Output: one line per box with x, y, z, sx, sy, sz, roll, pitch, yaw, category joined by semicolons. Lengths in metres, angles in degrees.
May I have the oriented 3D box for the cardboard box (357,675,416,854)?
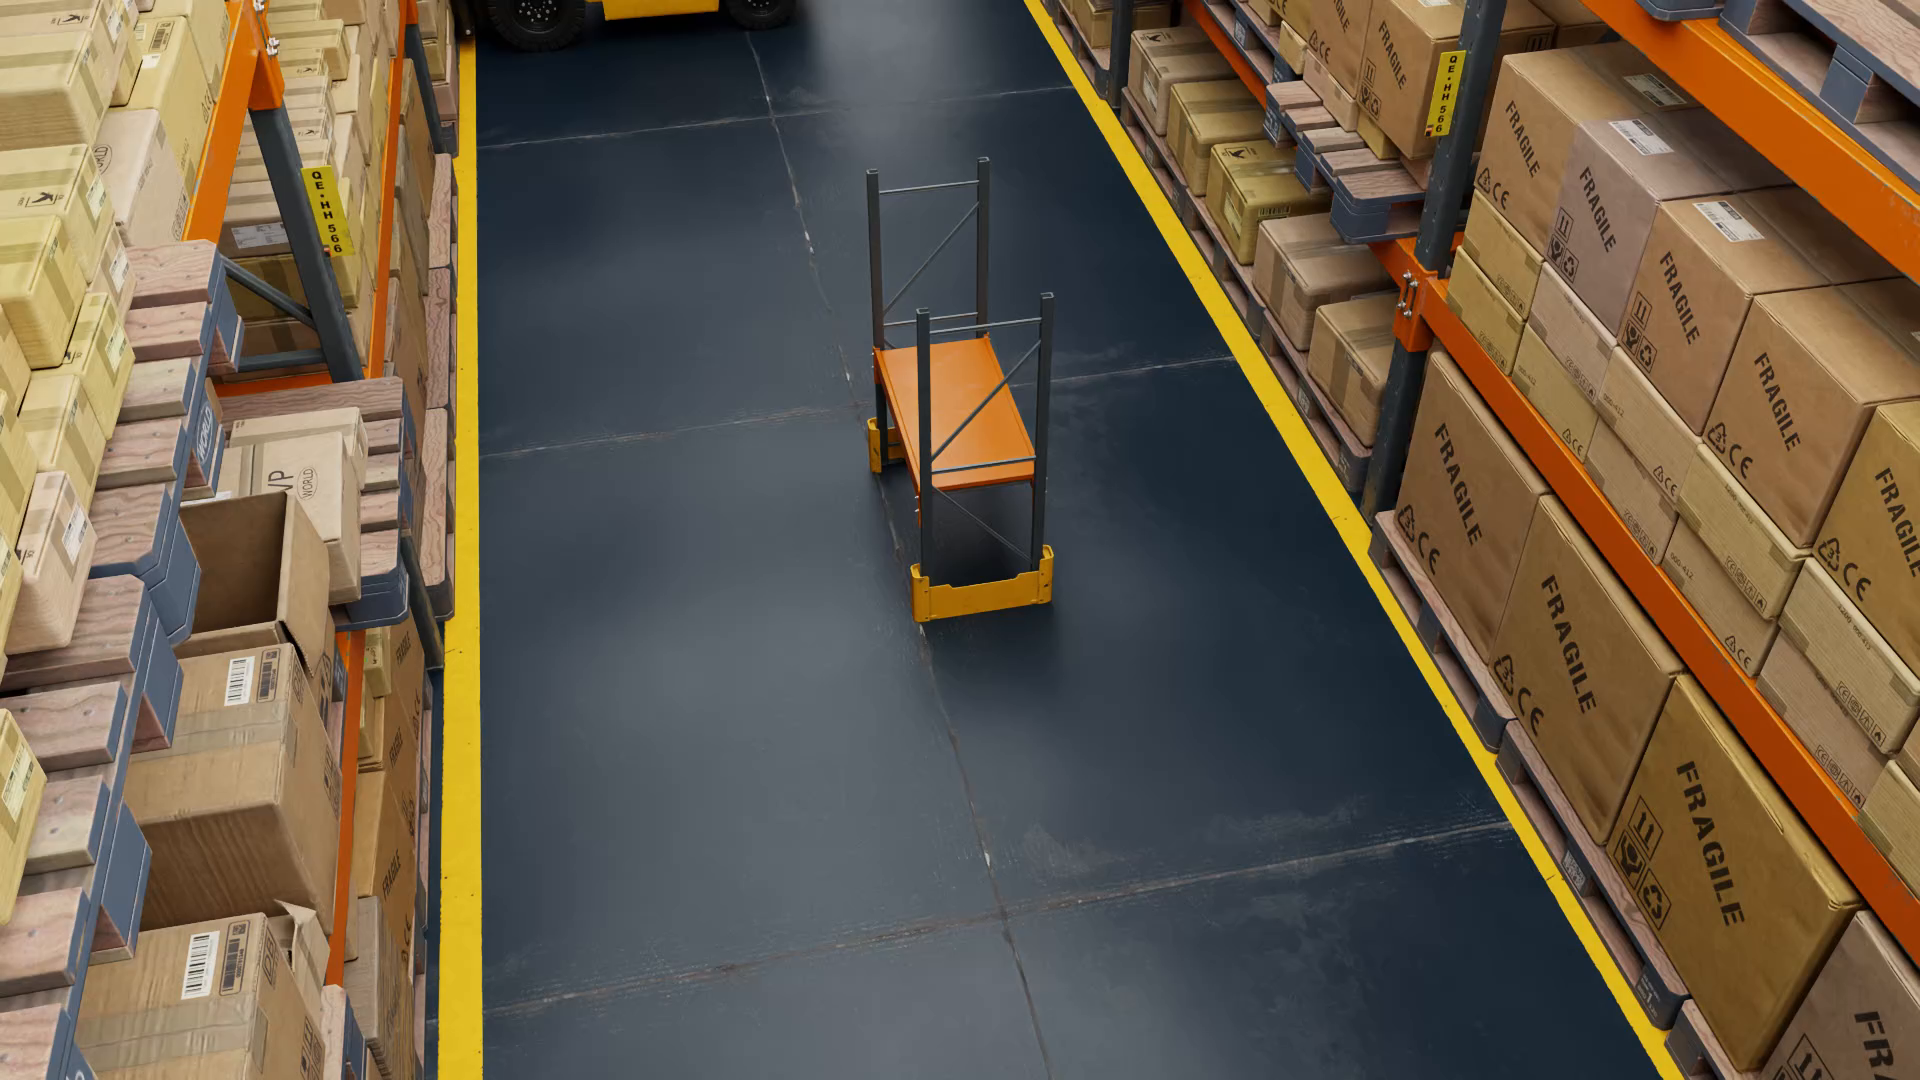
-2.170;0.777;5.682;0.500;0.500;0.500;-9;42;-10;cardboard box

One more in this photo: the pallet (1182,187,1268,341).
1.849;-1.537;8.822;1.003;0.211;1.213;-8;42;-9;pallet

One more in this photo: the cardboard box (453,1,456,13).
-3.555;-3.642;10.849;0.500;0.250;0.500;-7;42;-8;cardboard box

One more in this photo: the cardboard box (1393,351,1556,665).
2.344;-0.186;6.485;0.875;0.875;0.875;-9;42;-10;cardboard box

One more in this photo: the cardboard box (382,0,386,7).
-2.959;-2.680;7.745;0.500;0.250;0.500;-9;42;-10;cardboard box

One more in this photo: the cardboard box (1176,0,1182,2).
1.549;-3.707;10.356;0.500;0.500;0.500;-6;42;-7;cardboard box

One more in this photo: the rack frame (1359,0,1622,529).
2.276;-1.284;6.436;1.000;3.000;0.127;-8;42;-9;rack frame

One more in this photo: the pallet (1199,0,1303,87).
1.809;-2.489;7.939;1.003;0.211;1.213;-8;42;-9;pallet

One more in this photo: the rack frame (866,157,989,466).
-0.128;-0.946;7.186;0.500;1.500;0.032;-8;42;-9;rack frame

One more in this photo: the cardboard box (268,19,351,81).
-2.639;-1.934;6.605;0.380;0.149;0.250;-8;42;-8;cardboard box

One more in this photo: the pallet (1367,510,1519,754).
2.373;0.281;6.774;1.003;0.211;1.213;-8;42;-9;pallet

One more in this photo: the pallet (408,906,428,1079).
-2.185;1.752;5.118;1.003;0.211;1.213;-8;42;-9;pallet

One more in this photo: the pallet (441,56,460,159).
-3.564;-2.641;10.067;1.003;0.211;1.213;-8;42;-9;pallet

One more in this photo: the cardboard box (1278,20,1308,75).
1.630;-2.186;7.327;0.380;0.149;0.250;-8;42;-9;cardboard box

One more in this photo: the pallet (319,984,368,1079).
-1.772;1.561;3.376;1.003;0.211;1.213;-8;42;-9;pallet

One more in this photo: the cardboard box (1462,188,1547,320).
2.145;-1.051;5.910;0.500;0.250;0.500;-9;42;-10;cardboard box

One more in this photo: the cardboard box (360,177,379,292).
-2.530;-1.163;6.414;0.500;0.250;0.500;-9;42;-10;cardboard box

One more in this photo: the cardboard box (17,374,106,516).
-1.605;-0.112;2.655;0.380;0.149;0.250;-9;42;-10;cardboard box

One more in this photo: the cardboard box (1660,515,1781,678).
2.482;0.116;4.972;0.500;0.250;0.500;-8;42;-9;cardboard box

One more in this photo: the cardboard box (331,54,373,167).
-2.629;-1.690;6.631;0.500;0.250;0.500;-9;42;-10;cardboard box

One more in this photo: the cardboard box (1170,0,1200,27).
1.549;-3.426;10.605;0.500;0.250;0.500;-10;43;-11;cardboard box

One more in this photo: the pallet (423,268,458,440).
-2.969;-0.856;8.055;1.003;0.211;1.213;-8;42;-9;pallet

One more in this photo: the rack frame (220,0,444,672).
-2.569;-0.570;5.633;1.000;3.000;0.127;-8;42;-9;rack frame

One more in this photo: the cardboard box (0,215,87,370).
-1.687;-0.392;2.747;0.380;0.149;0.250;-8;42;-9;cardboard box

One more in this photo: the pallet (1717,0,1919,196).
2.712;-1.201;4.226;1.003;0.211;1.213;-7;42;-7;pallet

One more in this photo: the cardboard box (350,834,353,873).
-2.046;0.938;5.012;0.380;0.149;0.250;-9;42;-10;cardboard box

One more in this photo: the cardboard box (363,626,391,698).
-2.126;0.422;5.594;0.380;0.149;0.250;-10;43;-12;cardboard box

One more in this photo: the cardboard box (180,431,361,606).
-2.026;-0.033;4.825;0.500;0.250;0.500;-10;43;-11;cardboard box

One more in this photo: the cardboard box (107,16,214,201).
-2.112;-1.012;3.984;0.500;0.250;0.500;-8;42;-9;cardboard box

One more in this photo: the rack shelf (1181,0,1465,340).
1.845;-2.311;8.136;1.077;0.370;4.000;-8;42;-9;rack shelf

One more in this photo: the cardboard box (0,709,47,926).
-1.404;0.377;2.104;0.380;0.149;0.250;-8;42;-9;cardboard box

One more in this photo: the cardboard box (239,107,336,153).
-2.490;-1.434;6.043;0.380;0.149;0.250;-7;42;-8;cardboard box

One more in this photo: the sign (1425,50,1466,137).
1.749;-1.603;5.984;0.100;0.325;0.005;-8;42;-9;sign

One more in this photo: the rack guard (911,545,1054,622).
0.091;0.180;6.859;0.587;0.250;0.087;-8;42;-9;rack guard

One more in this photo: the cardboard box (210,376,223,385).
-2.916;-0.769;5.969;0.500;0.250;0.500;-9;42;-10;cardboard box

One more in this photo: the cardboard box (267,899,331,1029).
-1.631;0.961;3.693;0.396;0.266;0.258;-6;42;-7;cardboard box

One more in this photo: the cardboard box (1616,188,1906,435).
2.357;-0.682;4.931;0.500;0.500;0.500;-7;42;-8;cardboard box

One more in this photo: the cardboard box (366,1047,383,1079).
-1.819;1.787;4.544;0.500;0.500;0.500;-10;42;-11;cardboard box

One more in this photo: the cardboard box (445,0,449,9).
-3.444;-3.490;10.300;0.500;0.250;0.500;-9;42;-10;cardboard box

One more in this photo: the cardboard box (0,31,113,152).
-1.926;-0.874;3.305;0.380;0.149;0.250;-8;42;-9;cardboard box

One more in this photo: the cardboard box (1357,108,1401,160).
1.847;-1.689;6.766;0.380;0.149;0.250;-8;42;-9;cardboard box

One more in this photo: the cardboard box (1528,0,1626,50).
2.405;-1.914;6.531;0.500;0.500;0.500;-9;42;-10;cardboard box

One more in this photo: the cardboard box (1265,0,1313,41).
1.674;-2.505;7.196;0.500;0.500;0.500;-11;43;-12;cardboard box

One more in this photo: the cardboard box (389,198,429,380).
-2.985;-1.104;7.707;0.875;0.625;0.625;-10;43;-11;cardboard box

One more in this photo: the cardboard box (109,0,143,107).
-2.093;-1.090;3.771;0.380;0.149;0.250;-8;42;-9;cardboard box

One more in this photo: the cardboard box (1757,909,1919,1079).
2.928;1.556;4.521;0.875;0.875;0.875;-7;42;-8;cardboard box

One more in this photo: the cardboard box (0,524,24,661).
-1.483;0.100;2.192;0.380;0.149;0.250;-9;42;-10;cardboard box

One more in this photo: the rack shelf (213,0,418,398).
-3.001;-1.597;7.332;1.077;0.370;4.000;-8;42;-9;rack shelf

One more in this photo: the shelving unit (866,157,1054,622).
-0.016;-0.610;6.808;0.587;1.500;1.083;-8;42;-9;shelving unit

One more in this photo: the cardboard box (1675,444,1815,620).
2.447;-0.060;4.794;0.500;0.250;0.500;-8;42;-9;cardboard box

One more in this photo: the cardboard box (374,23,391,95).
-2.877;-2.166;7.544;0.500;0.250;0.500;-8;42;-9;cardboard box

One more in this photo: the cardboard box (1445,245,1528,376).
2.136;-0.874;6.088;0.500;0.250;0.500;-9;42;-10;cardboard box

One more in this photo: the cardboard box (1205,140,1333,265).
1.839;-1.795;8.676;0.950;0.372;0.625;-7;42;-8;cardboard box

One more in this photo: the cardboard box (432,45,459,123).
-3.214;-2.652;9.734;0.500;0.250;0.500;-8;42;-9;cardboard box
